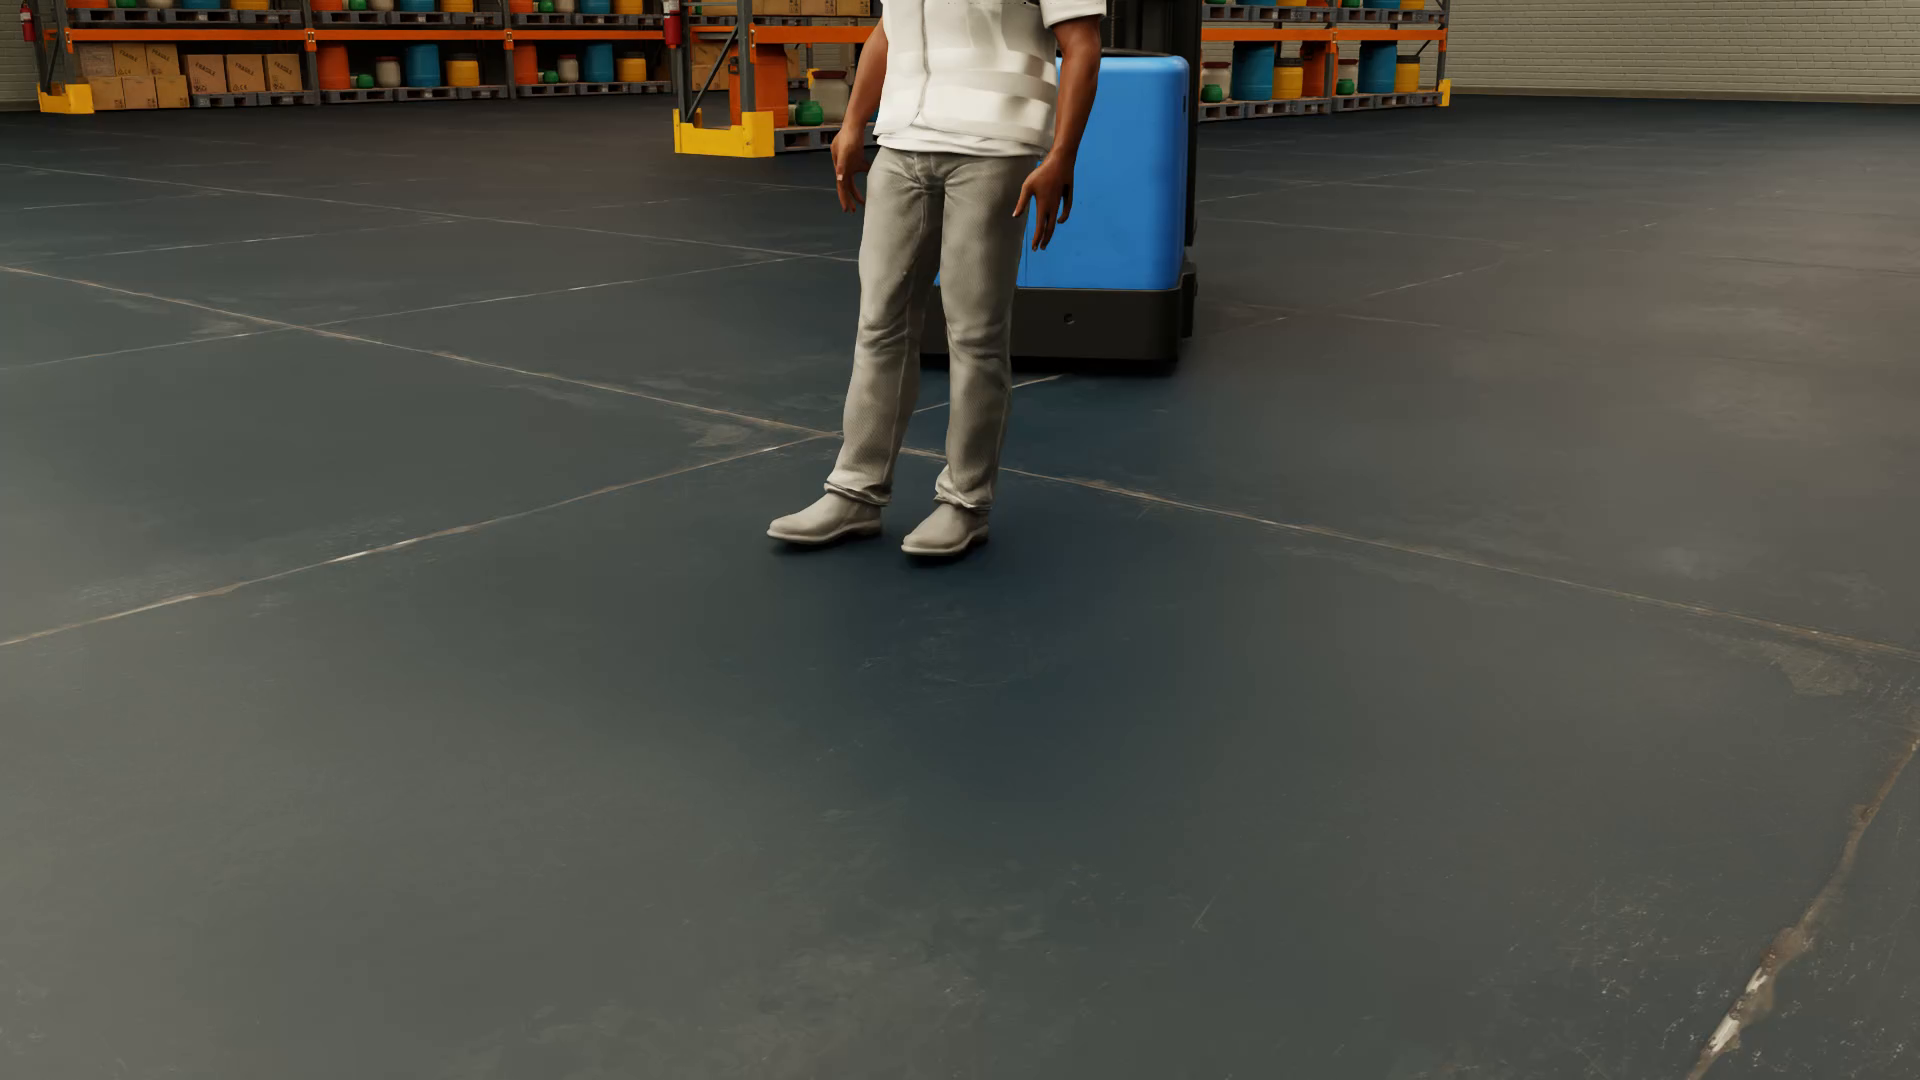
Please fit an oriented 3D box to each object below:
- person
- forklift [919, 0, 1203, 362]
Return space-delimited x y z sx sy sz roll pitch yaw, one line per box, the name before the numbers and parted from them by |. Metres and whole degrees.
person | -0.049 -0.837 3.635 0.666 1.768 0.575 13 21 37
forklift | 0.461 -2.406 6.823 1.130 2.935 3.031 3 17 8
